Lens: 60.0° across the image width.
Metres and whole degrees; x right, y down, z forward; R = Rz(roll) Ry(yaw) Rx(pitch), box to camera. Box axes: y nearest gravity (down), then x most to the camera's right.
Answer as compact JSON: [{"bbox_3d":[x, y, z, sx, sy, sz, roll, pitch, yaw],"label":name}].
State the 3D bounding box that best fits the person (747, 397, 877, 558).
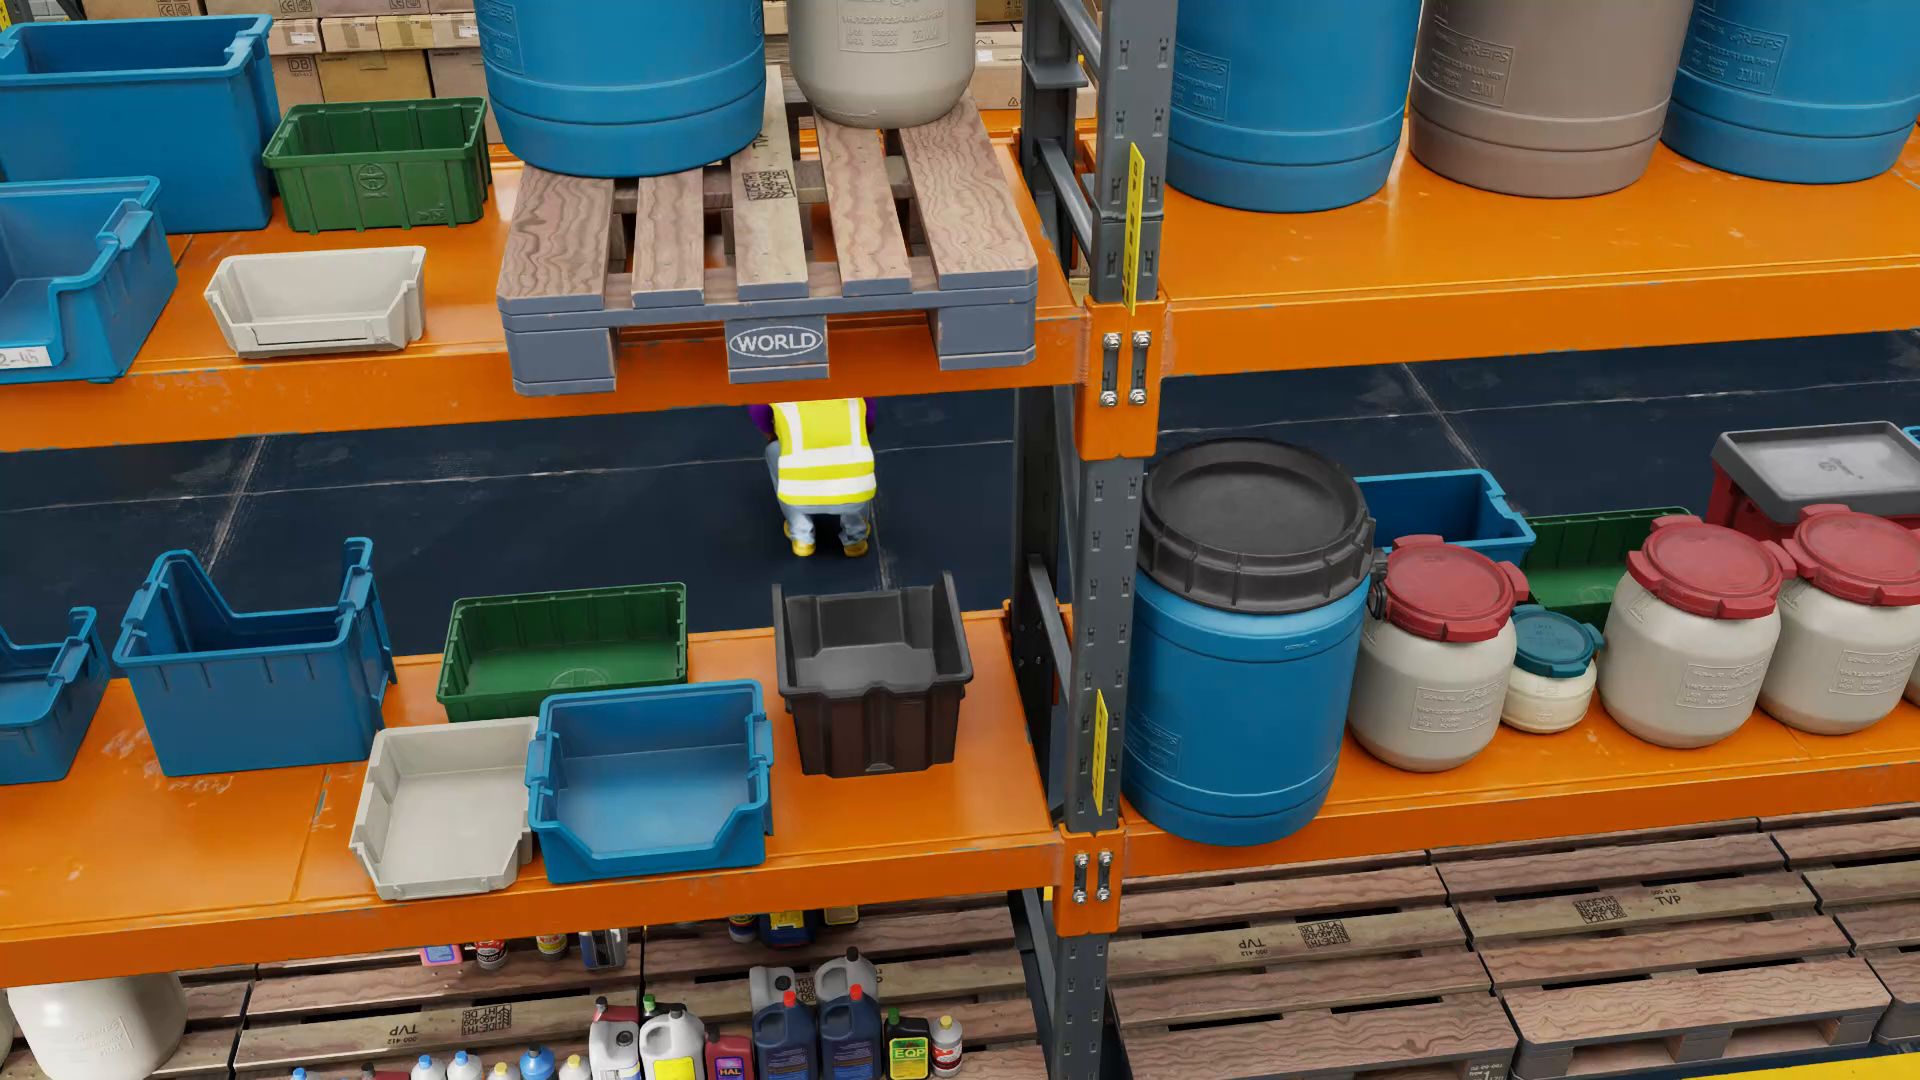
[{"bbox_3d":[-0.653,-0.469,7.484,0.587,1.002,0.865,-4,35,-6],"label":"person"}]
